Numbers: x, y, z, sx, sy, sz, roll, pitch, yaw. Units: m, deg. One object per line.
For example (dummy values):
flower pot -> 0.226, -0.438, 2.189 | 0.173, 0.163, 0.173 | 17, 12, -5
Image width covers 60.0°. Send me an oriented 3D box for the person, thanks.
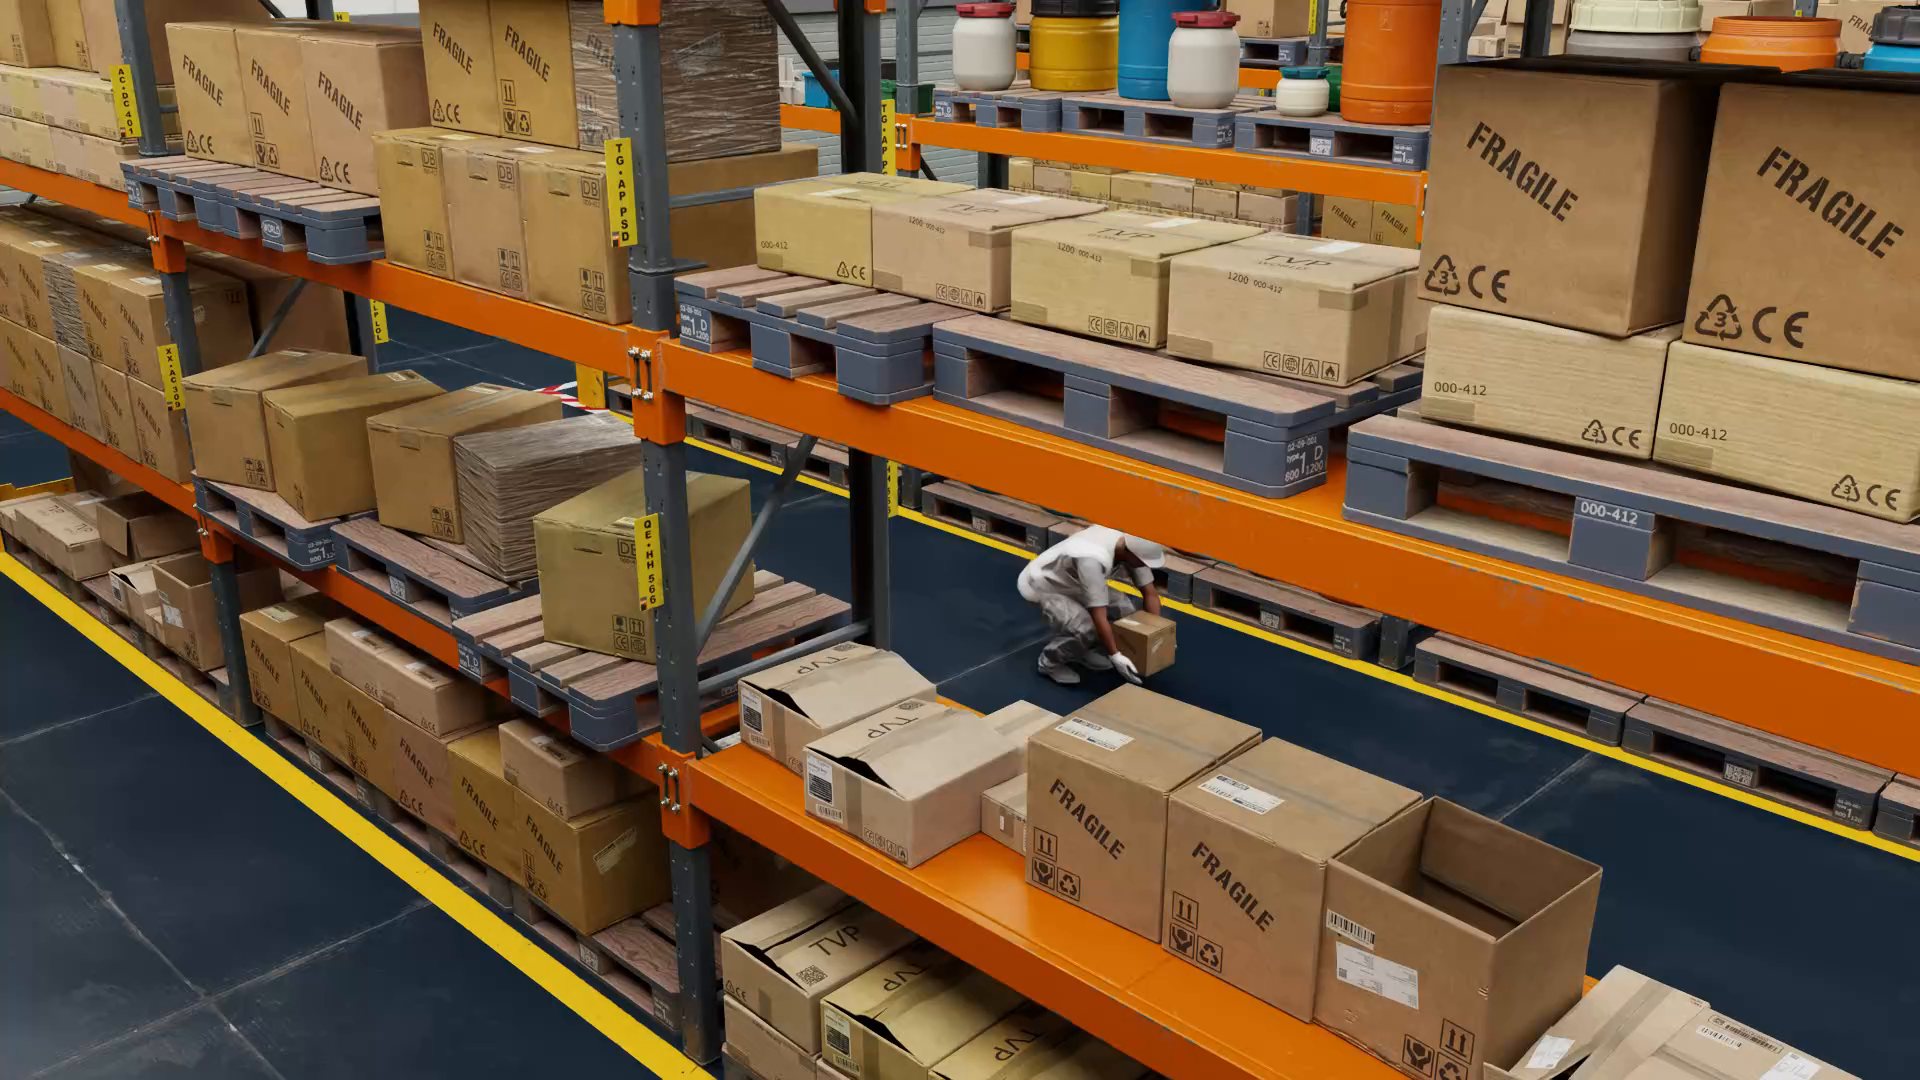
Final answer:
person -> 0.772, 0.312, 9.336 | 0.578, 1.005, 0.919 | -19, 27, -41
